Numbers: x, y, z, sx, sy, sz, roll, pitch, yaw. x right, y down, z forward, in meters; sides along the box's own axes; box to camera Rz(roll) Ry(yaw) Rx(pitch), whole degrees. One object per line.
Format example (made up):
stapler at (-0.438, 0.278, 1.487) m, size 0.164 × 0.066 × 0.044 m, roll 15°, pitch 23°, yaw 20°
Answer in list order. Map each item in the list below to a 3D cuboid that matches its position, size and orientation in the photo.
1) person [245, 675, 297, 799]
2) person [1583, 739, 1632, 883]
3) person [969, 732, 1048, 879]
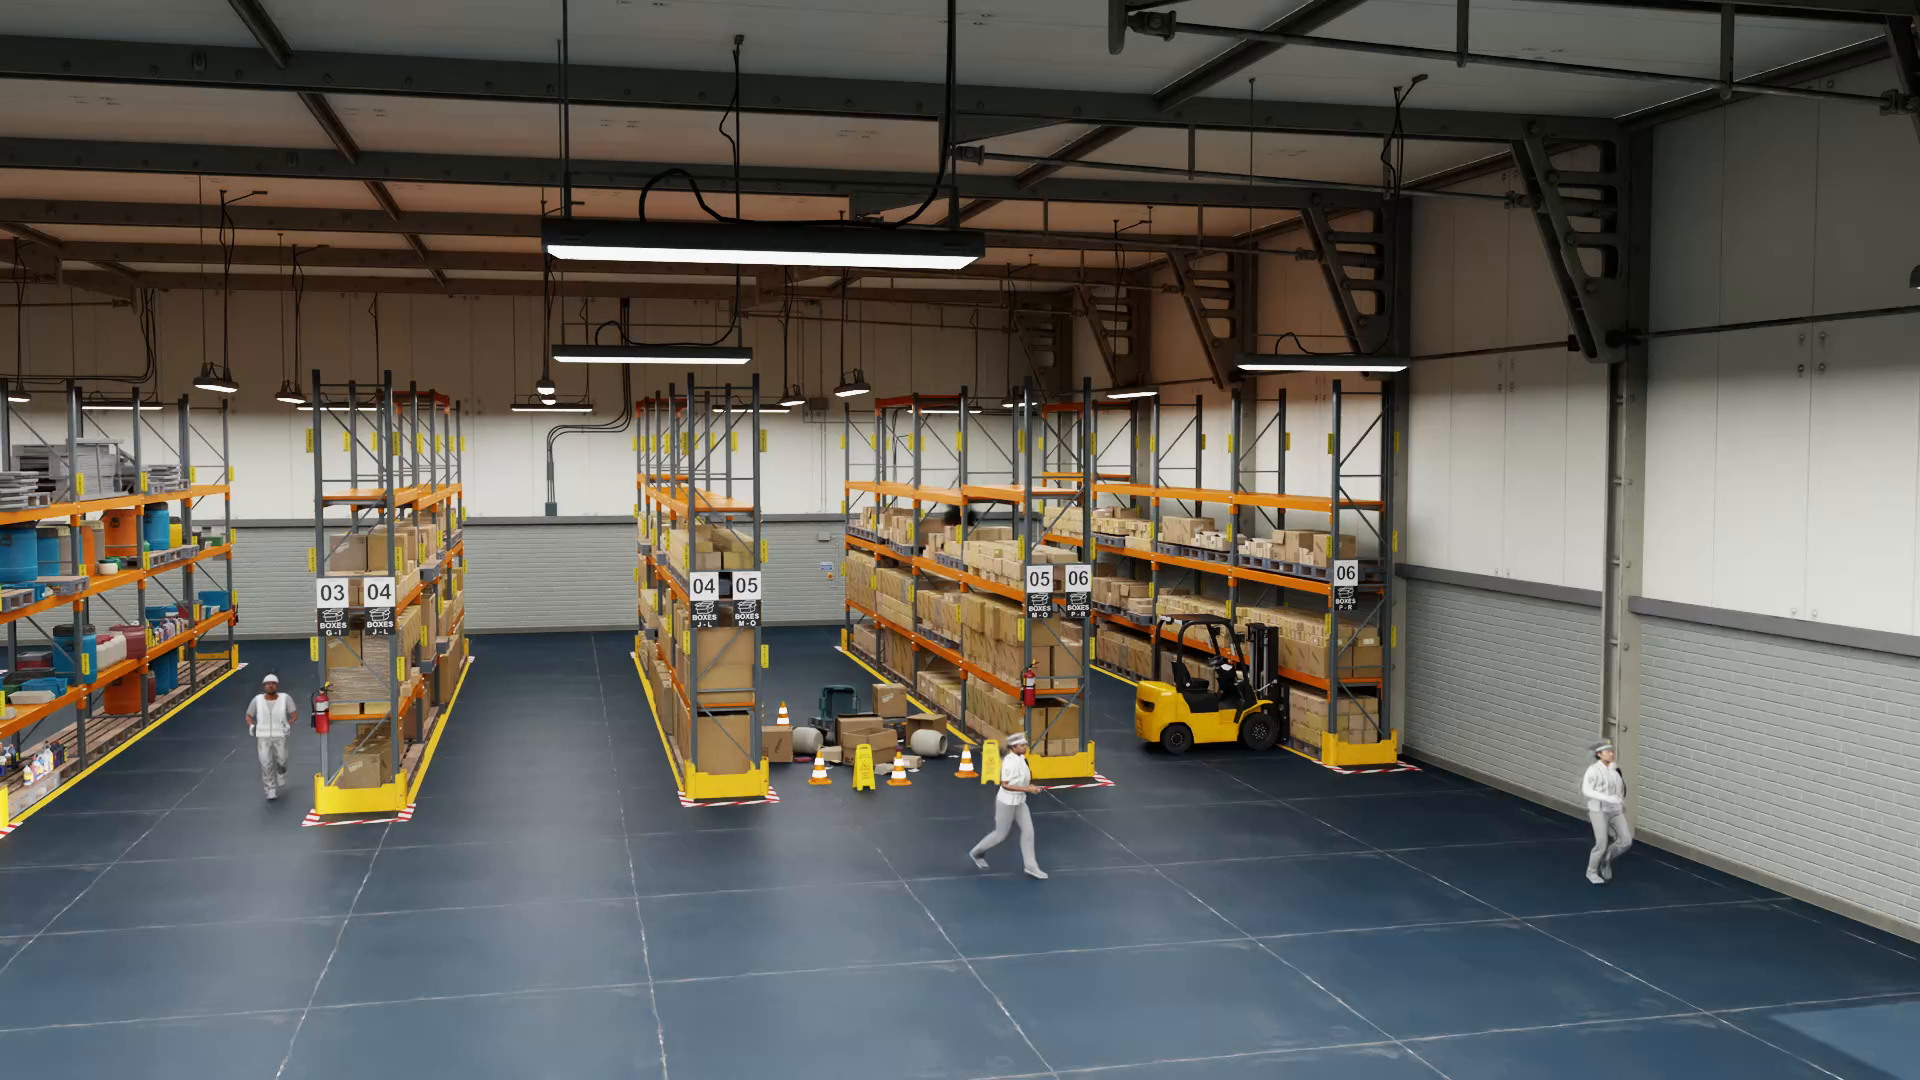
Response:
person at (-9.758, 2.773, 23.570) m, size 0.685 × 1.735 × 0.667 m, roll -1°, pitch 4°, yaw -20°
person at (7.324, 3.071, 18.794) m, size 0.671 × 1.669 × 0.562 m, roll -2°, pitch 4°, yaw -25°
person at (0.561, 3.041, 19.199) m, size 0.936 × 1.693 × 0.548 m, roll 2°, pitch 4°, yaw 28°
